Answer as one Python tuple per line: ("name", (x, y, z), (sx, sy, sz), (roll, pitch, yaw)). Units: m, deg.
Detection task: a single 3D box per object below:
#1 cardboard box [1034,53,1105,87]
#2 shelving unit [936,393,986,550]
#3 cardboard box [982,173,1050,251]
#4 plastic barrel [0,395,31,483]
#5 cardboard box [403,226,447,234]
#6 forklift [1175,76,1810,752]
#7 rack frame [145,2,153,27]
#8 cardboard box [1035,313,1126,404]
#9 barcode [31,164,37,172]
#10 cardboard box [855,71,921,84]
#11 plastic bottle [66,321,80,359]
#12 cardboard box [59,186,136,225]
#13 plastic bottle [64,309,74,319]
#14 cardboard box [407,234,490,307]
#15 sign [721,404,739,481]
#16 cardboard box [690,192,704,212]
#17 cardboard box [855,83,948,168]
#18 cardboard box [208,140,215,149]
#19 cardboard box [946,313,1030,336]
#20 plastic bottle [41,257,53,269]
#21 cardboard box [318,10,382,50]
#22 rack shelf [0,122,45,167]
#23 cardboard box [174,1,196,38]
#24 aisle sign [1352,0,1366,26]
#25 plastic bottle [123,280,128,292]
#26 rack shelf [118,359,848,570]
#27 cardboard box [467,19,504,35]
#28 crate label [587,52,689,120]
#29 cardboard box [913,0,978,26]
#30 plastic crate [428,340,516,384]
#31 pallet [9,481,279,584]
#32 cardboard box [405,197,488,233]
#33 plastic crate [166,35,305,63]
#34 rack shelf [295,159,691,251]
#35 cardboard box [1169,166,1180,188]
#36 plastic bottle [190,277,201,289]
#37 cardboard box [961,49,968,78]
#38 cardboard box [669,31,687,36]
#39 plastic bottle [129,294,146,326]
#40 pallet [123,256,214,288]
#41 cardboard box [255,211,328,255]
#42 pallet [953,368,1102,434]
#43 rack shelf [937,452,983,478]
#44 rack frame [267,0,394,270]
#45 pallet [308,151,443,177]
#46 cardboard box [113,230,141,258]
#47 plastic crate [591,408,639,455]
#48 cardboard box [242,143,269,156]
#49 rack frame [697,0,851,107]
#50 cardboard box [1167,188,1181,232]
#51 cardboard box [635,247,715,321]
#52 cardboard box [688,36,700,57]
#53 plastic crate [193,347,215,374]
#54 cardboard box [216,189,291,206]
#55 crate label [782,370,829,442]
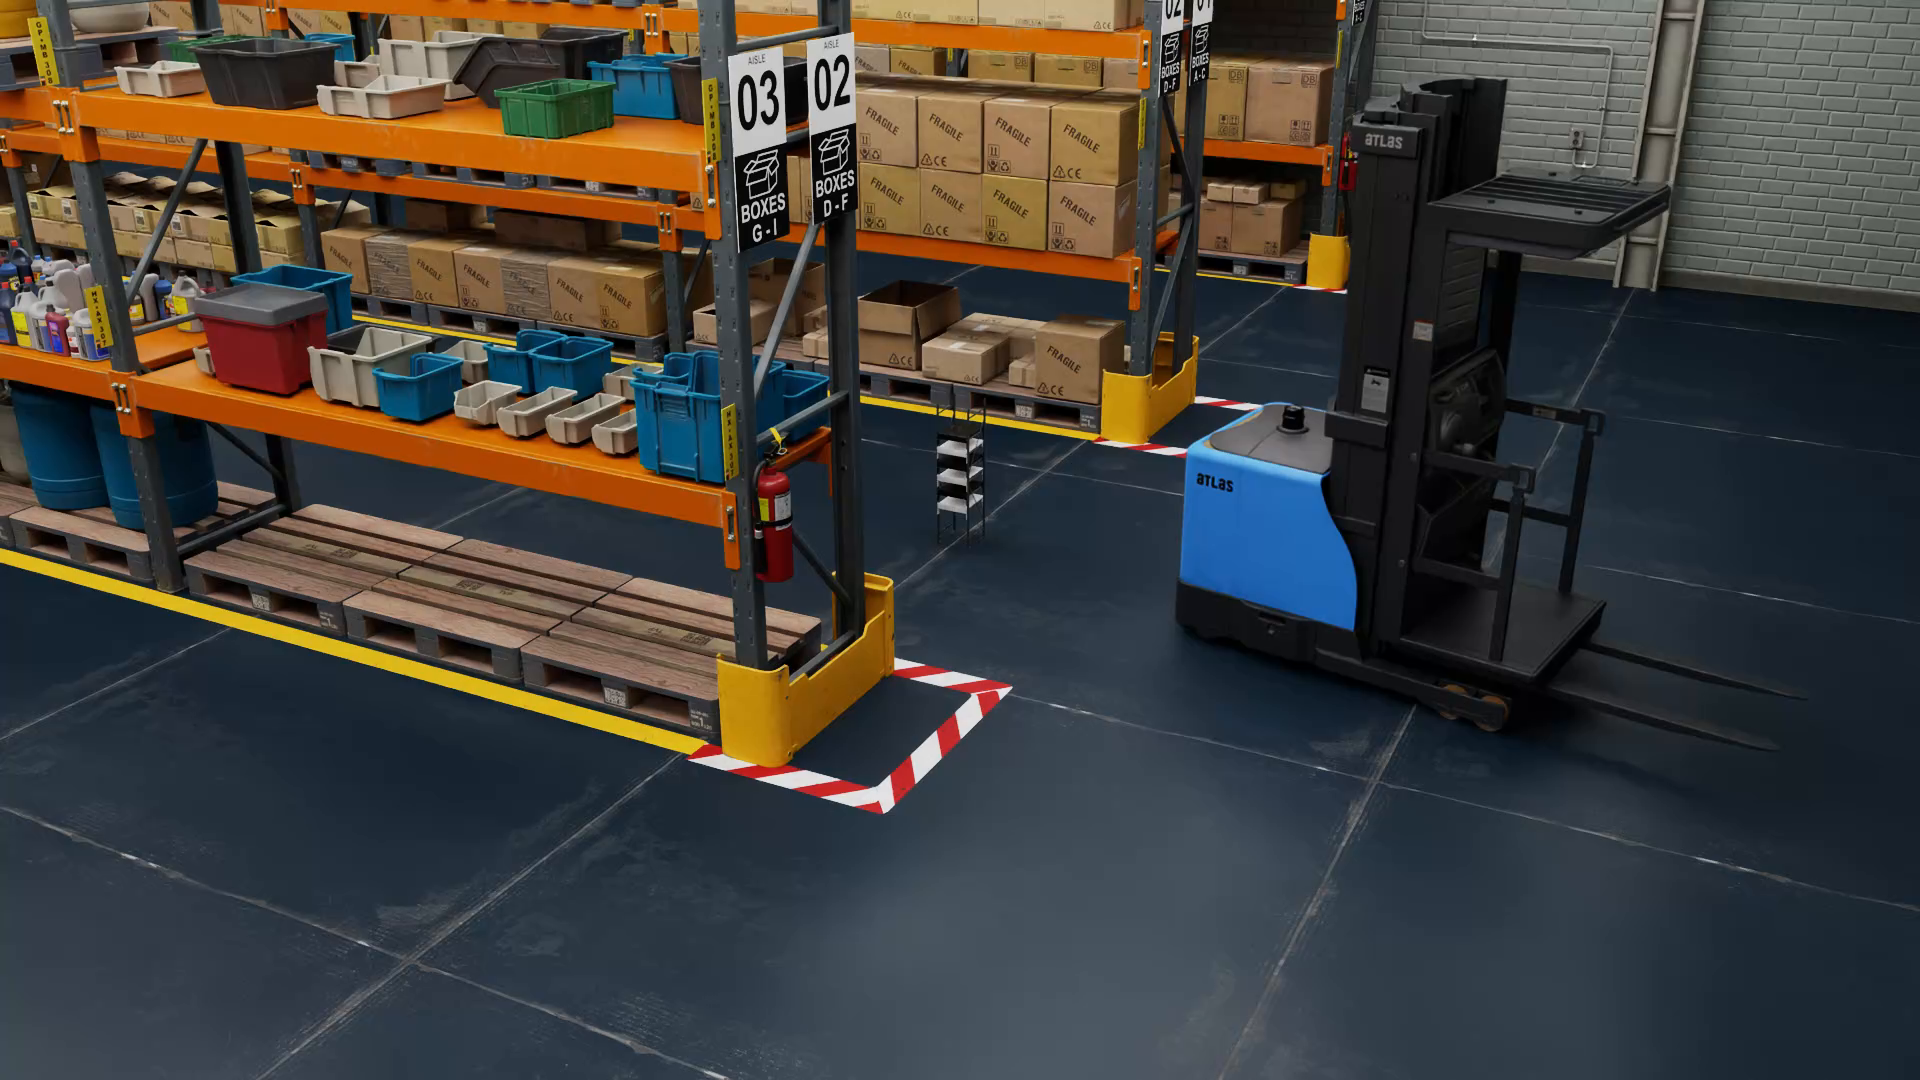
("cardboard box", (1.265, -4.615, 16.885), (0.700, 0.700, 0.980), (11, 25, 23))
("shelving unit", (0.007, -0.413, 10.071), (0.210, 0.900, 0.258), (11, 25, 25))
("cardboard box", (0.490, -2.392, 11.915), (0.500, 0.500, 0.500), (11, 26, 25))
("plastic barrel", (-5.904, -0.655, 10.600), (0.421, 0.512, 0.421), (0, 23, 0))
("cardboard box", (-4.722, -2.653, 15.288), (0.500, 0.500, 0.500), (12, 26, 27))
("forklift", (2.653, -0.657, 8.050), (3.031, 2.935, 1.130), (16, 28, 34))
("rack frame", (-10.570, -6.828, 22.472), (0.127, 3.000, 1.000), (11, 25, 25))
("cardboard box", (0.881, -1.334, 12.186), (0.500, 0.500, 0.500), (11, 25, 25))
("barcode", (-9.192, -3.694, 16.509), (0.075, 0.075, 0.001), (11, 25, 25))
("cardboard box", (-0.617, -3.307, 12.788), (0.500, 0.500, 0.500), (11, 26, 25))
("plastic bottle", (-4.945, -1.125, 9.316), (0.097, 0.201, 0.097), (0, 23, 0))
("cardboard box", (-8.531, -3.327, 16.500), (0.500, 0.311, 0.500), (11, 25, 24))
("plastic bottle", (-5.115, -1.225, 9.553), (0.097, 0.201, 0.097), (0, 23, 0))
("cardboard box", (-4.470, -2.376, 14.635), (0.500, 0.500, 0.500), (11, 25, 24))
("sign", (-0.995, -0.423, 7.202), (0.005, 0.325, 0.100), (11, 25, 25))
("cardboard box", (-1.761, -2.839, 12.965), (0.500, 0.500, 0.500), (12, 26, 26))
("cardboard box", (-0.419, -3.030, 12.137), (0.500, 0.500, 0.500), (12, 26, 26))
("cardboard box", (-6.826, -3.774, 15.613), (0.250, 0.149, 0.380), (13, 26, 28))
("cardboard box", (0.227, -1.581, 13.085), (0.500, 0.250, 0.500), (11, 25, 25))
("plastic bottle", (-5.697, -1.639, 10.435), (0.097, 0.271, 0.097), (0, 23, 0))
("cardboard box", (-7.562, -6.382, 20.633), (0.500, 0.500, 0.500), (11, 25, 24))
("rack shelf", (-11.017, -4.413, 17.713), (4.000, 0.370, 1.077), (11, 25, 25))
("cardboard box", (-9.843, -6.833, 21.693), (0.500, 0.500, 0.500), (11, 26, 25))
("aisle sign", (3.638, -5.081, 15.044), (0.004, 0.787, 0.394), (11, 25, 25))
("plastic bottle", (-5.077, -1.484, 10.161), (0.097, 0.201, 0.097), (0, 23, 0))
("rack shelf", (-2.546, -0.565, 8.664), (4.000, 0.370, 1.077), (11, 25, 25))
("cardboard box", (-5.464, -6.062, 19.981), (0.500, 0.500, 0.700), (15, 27, 32))
("crate label", (-1.439, -2.130, 7.783), (0.502, 0.251, 0.408), (11, 25, 25))
("cardboard box", (0.006, -3.758, 11.612), (0.500, 0.250, 0.500), (11, 25, 25))
("plastic crate", (-2.641, -0.953, 8.917), (0.466, 0.136, 0.293), (11, 25, 25))
("pallet", (-5.001, -0.116, 10.254), (1.213, 0.211, 1.003), (11, 25, 25))
("cardboard box", (-4.670, -2.990, 15.122), (0.500, 0.250, 0.500), (12, 26, 27))
("plastic crate", (-3.817, -2.562, 8.880), (0.662, 0.188, 0.450), (11, 25, 25))
("rack shelf", (-3.878, -3.000, 14.391), (4.000, 0.370, 1.077), (11, 25, 25))
("cardboard box", (2.108, -3.704, 16.955), (0.250, 0.149, 0.380), (11, 26, 25))
("plastic bottle", (-4.585, -1.432, 9.935), (0.133, 0.283, 0.061), (11, 25, 25))
("cardboard box", (-0.158, -5.070, 17.806), (0.500, 0.500, 0.500), (10, 25, 23))
("cardboard box", (-3.116, -5.777, 18.510), (0.500, 0.250, 0.500), (12, 26, 26))
("plastic bottle", (-4.938, -1.390, 9.939), (0.097, 0.201, 0.097), (0, 23, 0))
("pallet", (-7.464, -2.776, 16.508), (1.213, 0.211, 1.003), (11, 25, 25))
("cardboard box", (-6.241, -2.877, 15.442), (0.500, 0.311, 0.500), (12, 26, 26))
("pallet", (0.697, -1.142, 12.667), (1.213, 0.211, 1.003), (11, 25, 25))
("rack shelf", (0.007, -0.465, 10.048), (0.200, 0.077, 0.258), (11, 25, 25))
("rack frame", (-5.662, -3.684, 15.081), (0.127, 3.000, 1.000), (11, 25, 25))
("pallet", (-5.026, -3.501, 14.895), (1.003, 0.211, 1.213), (11, 25, 25))
("cardboard box", (-8.065, -2.980, 16.401), (0.500, 0.250, 0.500), (10, 25, 23))
("plastic crate", (-1.571, -0.530, 7.923), (0.243, 0.136, 0.396), (11, 25, 25))
("cardboard box", (-6.590, -3.631, 15.277), (0.250, 0.149, 0.380), (11, 25, 25))
("rack frame", (-0.761, -3.303, 6.519), (0.127, 3.000, 1.000), (11, 25, 25))
("cardboard box", (2.143, -3.311, 16.861), (0.500, 0.500, 0.700), (10, 25, 23))
("cardboard box", (-2.415, -2.201, 14.224), (0.500, 0.500, 0.500), (10, 25, 22))
("cardboard box", (-2.650, -5.336, 18.432), (0.500, 0.500, 0.500), (12, 26, 26))
("plastic crate", (-3.980, -1.023, 9.083), (0.243, 0.136, 0.396), (11, 25, 25))
("cardboard box", (-6.924, -3.246, 16.311), (0.500, 0.311, 0.500), (10, 25, 23))
("crate label", (-0.833, -0.652, 8.087), (0.303, 0.233, 0.416), (11, 25, 25))
